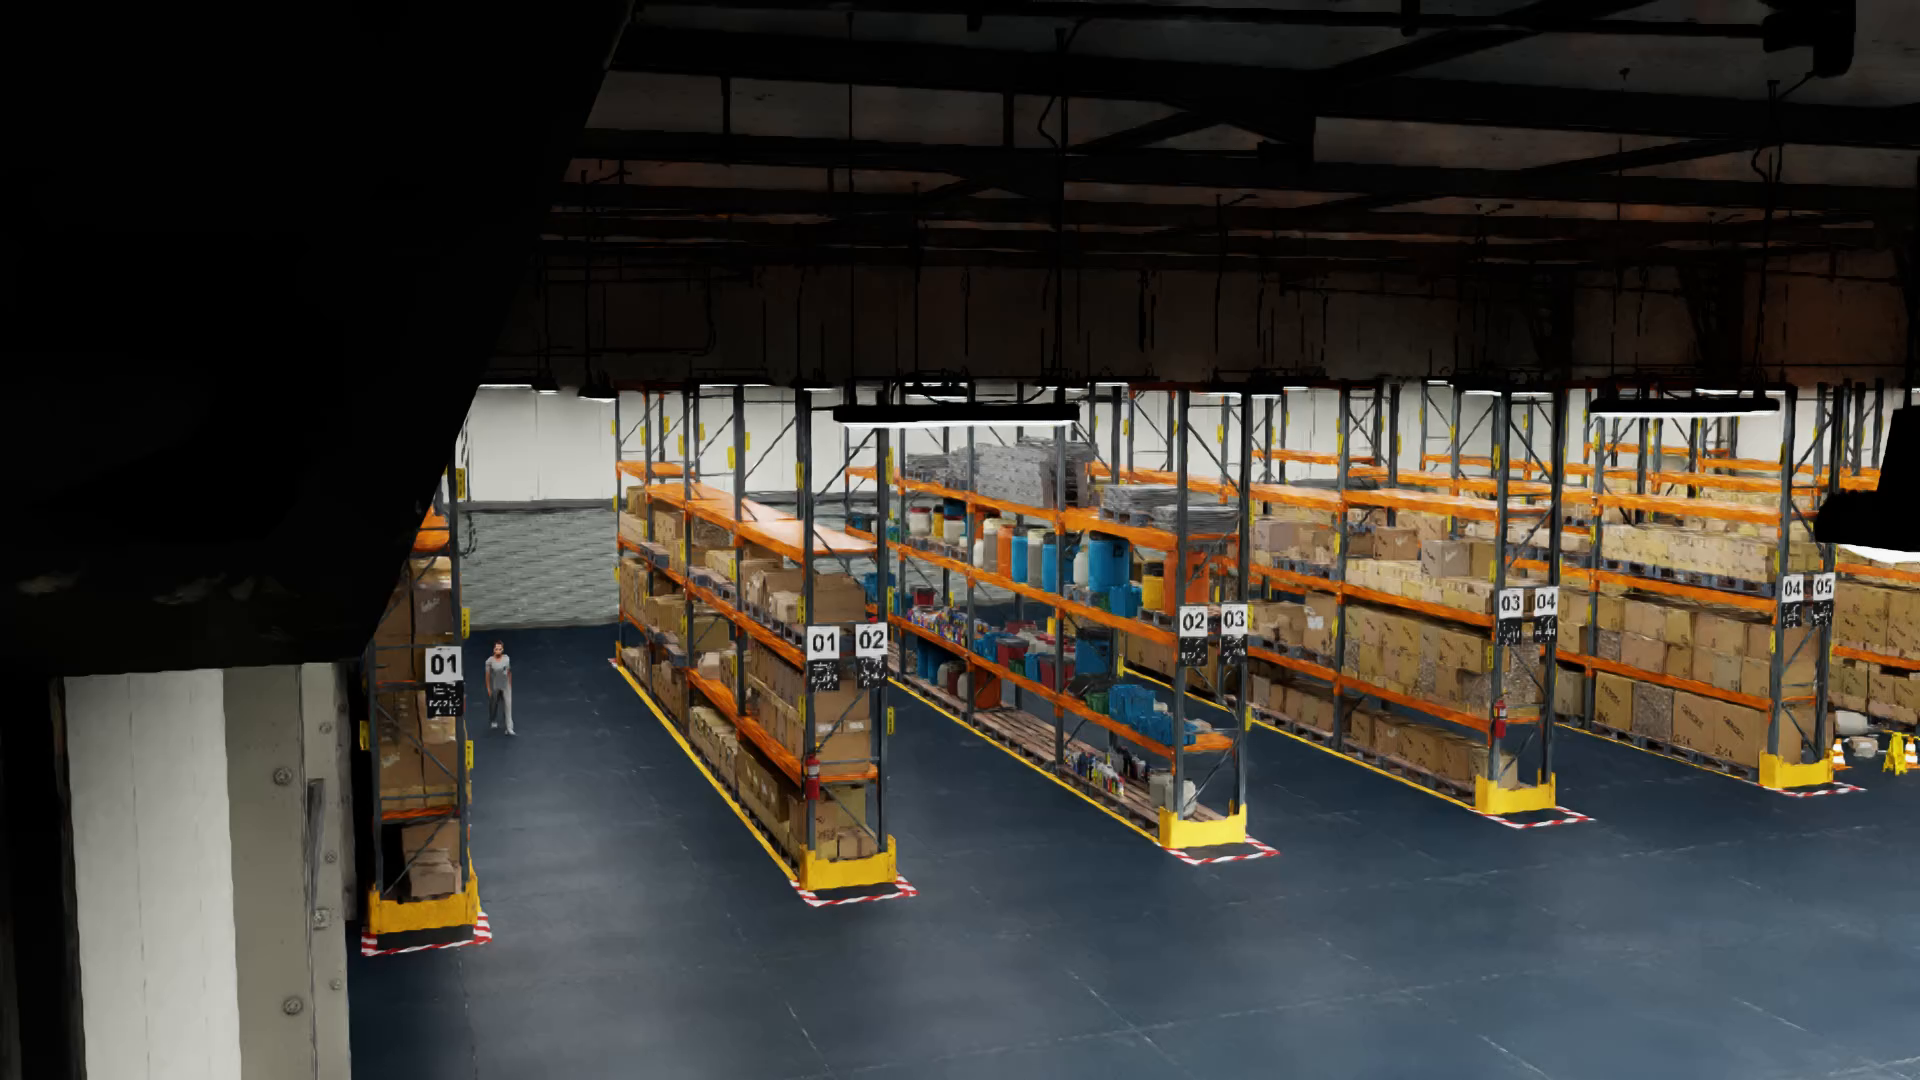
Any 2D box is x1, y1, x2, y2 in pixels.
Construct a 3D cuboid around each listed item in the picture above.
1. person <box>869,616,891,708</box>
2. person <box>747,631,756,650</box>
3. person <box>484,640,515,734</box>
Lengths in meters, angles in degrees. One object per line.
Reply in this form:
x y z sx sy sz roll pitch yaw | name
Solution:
-1.592 2.238 30.556 0.553 1.709 1.123 -2 6 -17 | person
-4.211 1.963 33.274 0.375 1.681 0.598 -4 7 -30 | person
-7.916 2.505 28.521 0.448 1.586 1.098 -2 7 -22 | person
